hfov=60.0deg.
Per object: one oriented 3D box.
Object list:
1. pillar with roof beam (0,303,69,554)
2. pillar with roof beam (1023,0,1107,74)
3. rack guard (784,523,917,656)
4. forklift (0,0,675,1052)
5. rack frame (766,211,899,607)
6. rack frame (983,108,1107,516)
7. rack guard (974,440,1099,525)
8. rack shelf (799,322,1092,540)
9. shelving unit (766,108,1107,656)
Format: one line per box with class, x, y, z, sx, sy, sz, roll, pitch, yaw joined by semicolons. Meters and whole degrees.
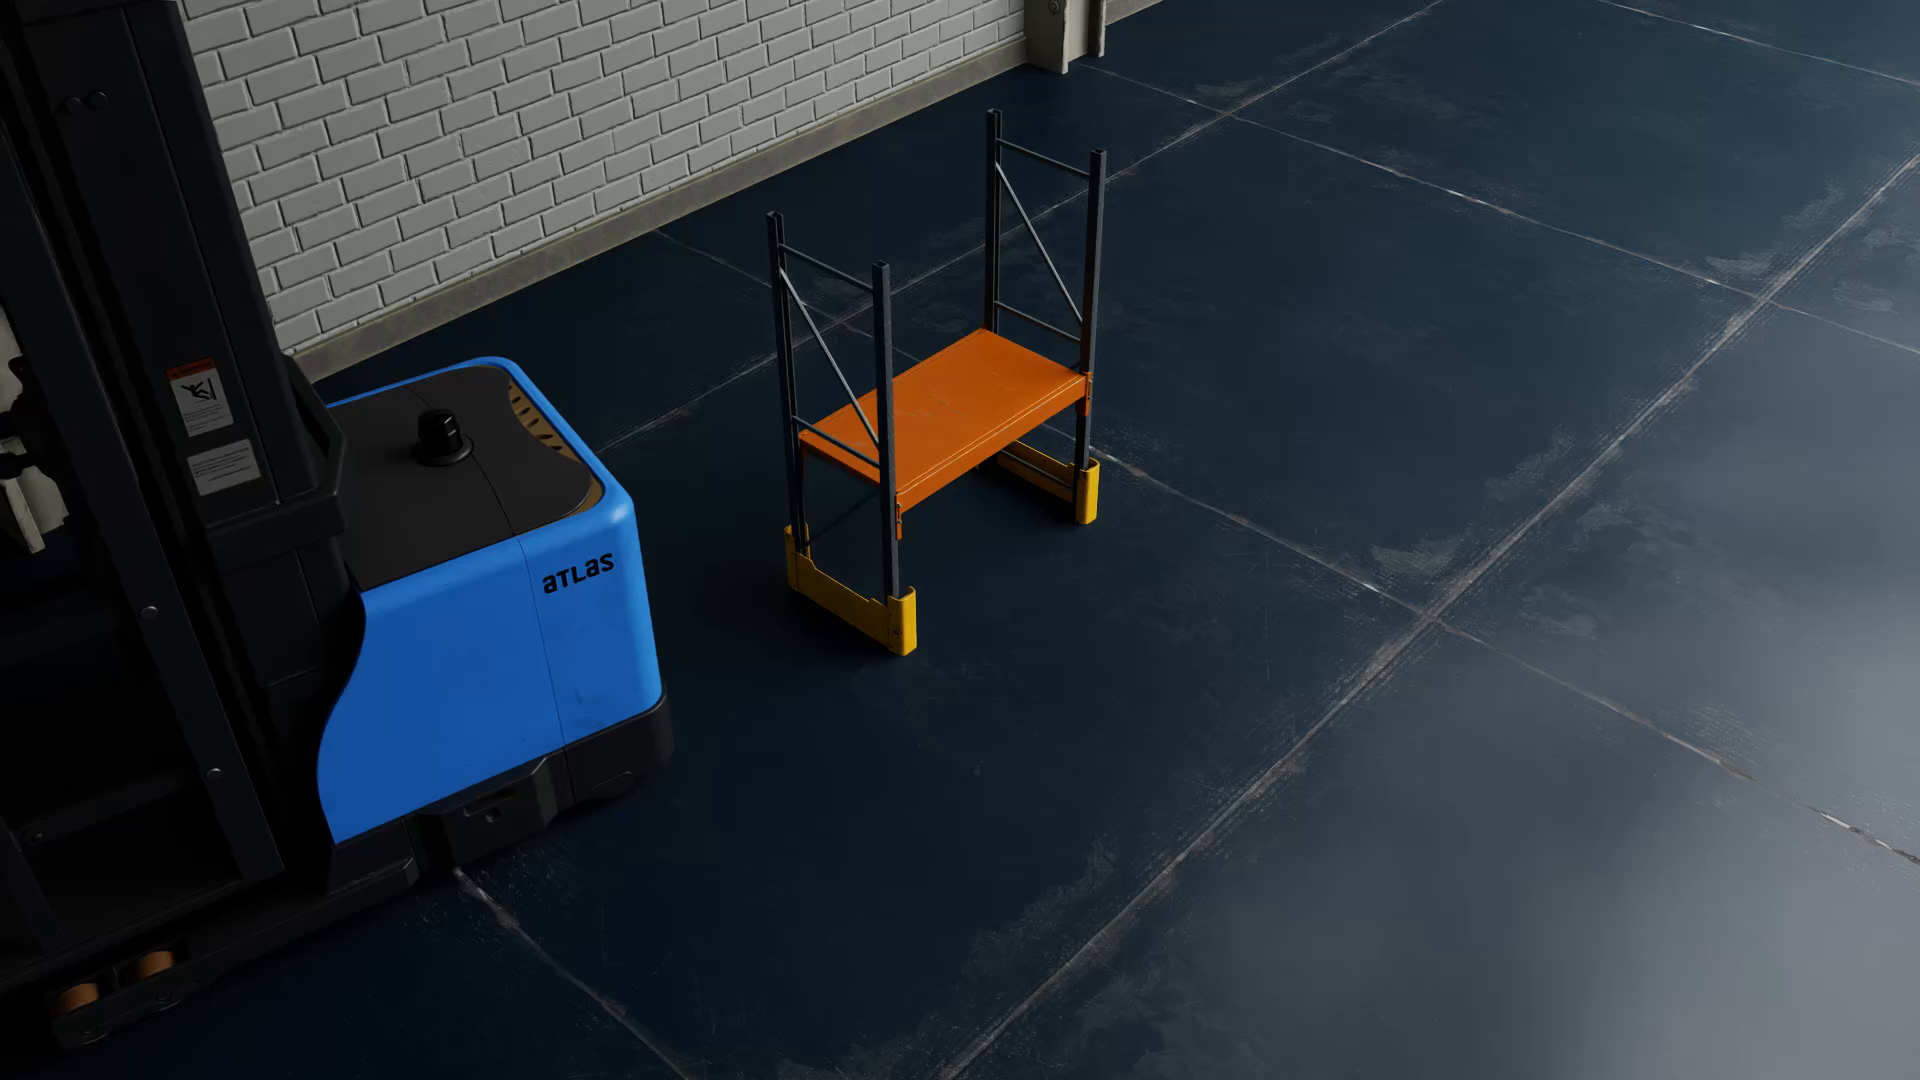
pillar with roof beam;-0.258;-1.816;1.304;9.100;9.000;0.400;30;47;32
pillar with roof beam;3.790;-4.572;4.770;9.100;9.000;0.400;30;47;32
rack guard;-0.387;0.166;5.840;0.587;0.250;0.087;30;47;32
forklift;-2.418;-0.154;4.089;3.031;2.935;1.130;-23;44;-26
rack frame;-0.401;-0.314;5.440;0.500;1.500;0.032;30;47;32
rack frame;0.285;-0.781;6.028;0.500;1.500;0.032;30;47;32
rack guard;0.285;-0.292;6.416;0.587;0.250;0.087;30;47;32
rack shelf;-0.058;-0.407;5.846;0.538;0.185;1.000;30;47;32
shelving unit;-0.051;-0.552;5.739;0.587;1.500;1.083;30;47;32
